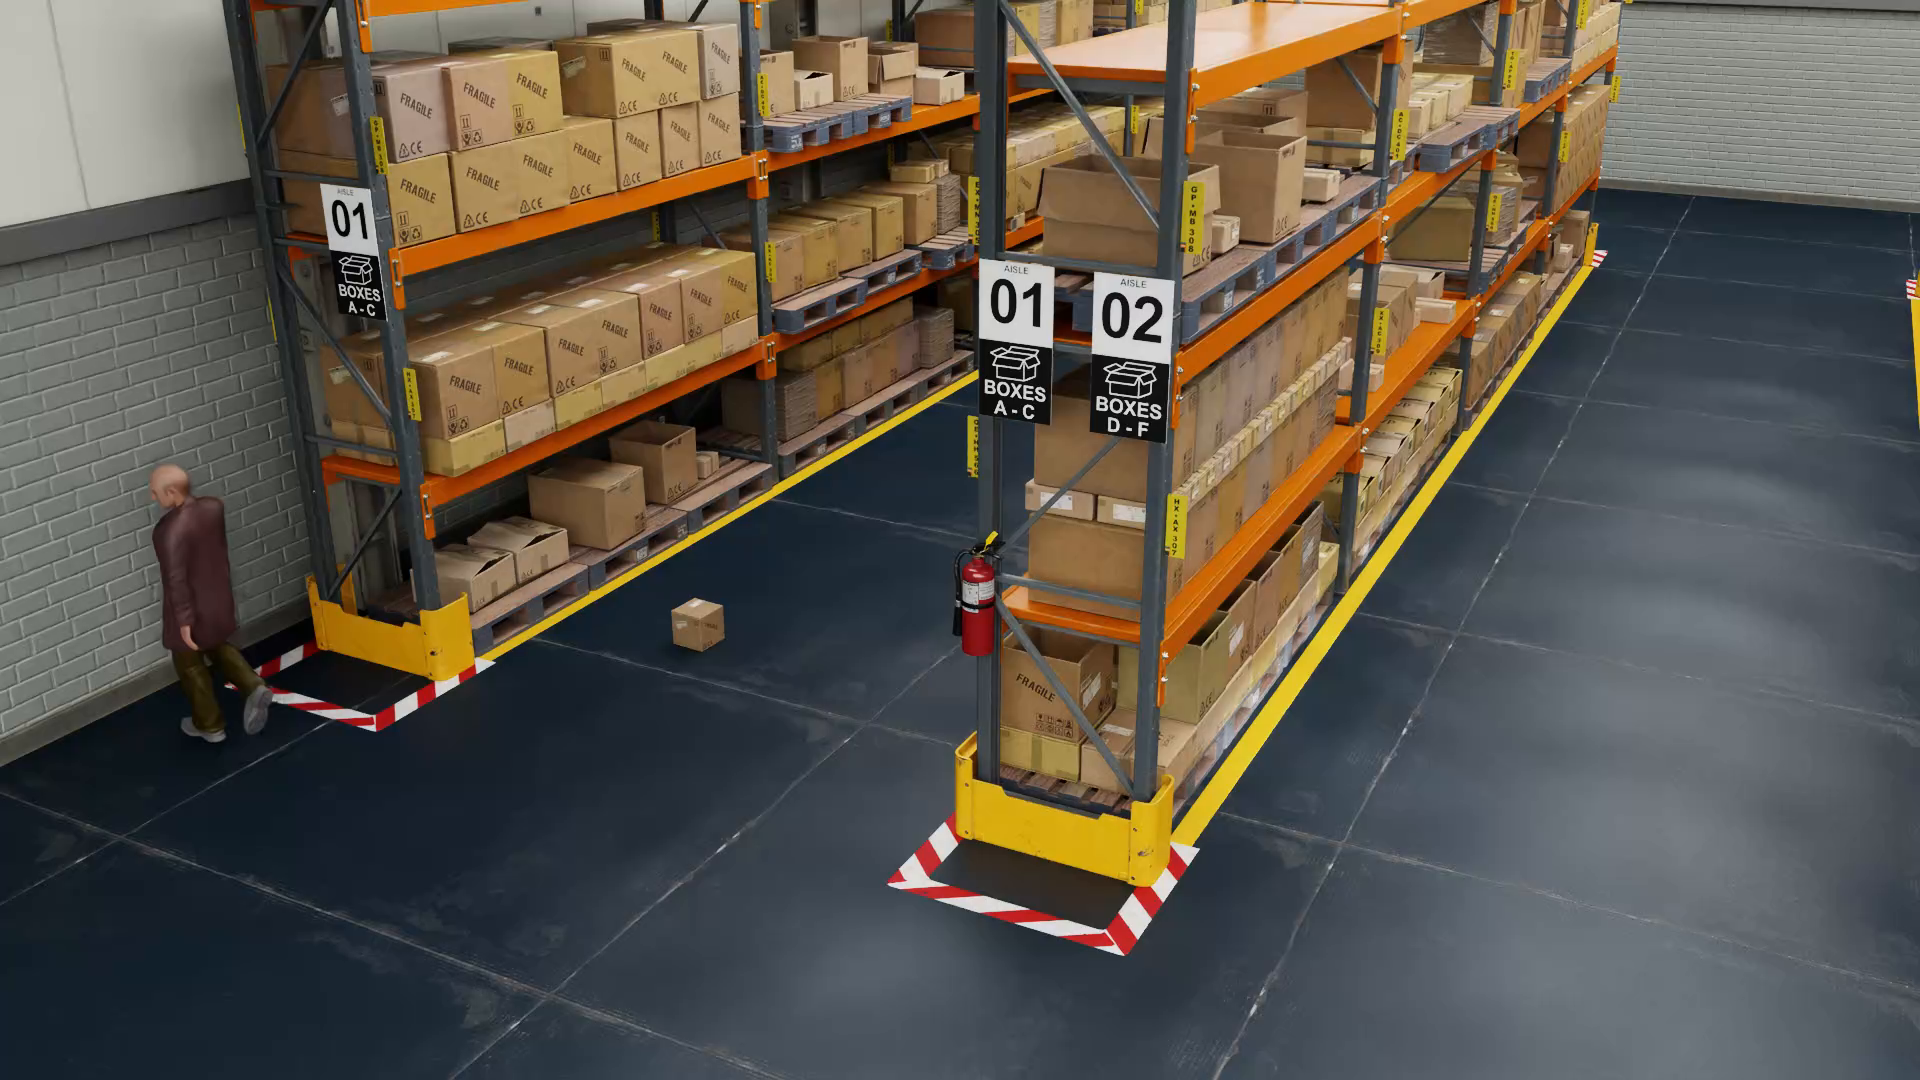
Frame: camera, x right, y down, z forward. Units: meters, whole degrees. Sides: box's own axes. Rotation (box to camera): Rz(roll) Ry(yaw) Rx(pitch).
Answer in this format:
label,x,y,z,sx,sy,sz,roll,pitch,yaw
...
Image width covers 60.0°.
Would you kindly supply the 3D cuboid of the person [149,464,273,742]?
label,x,y,z,sx,sy,sz,roll,pitch,yaw
person,-4.471,0.384,9.816,0.687,1.768,0.572,8,24,19
